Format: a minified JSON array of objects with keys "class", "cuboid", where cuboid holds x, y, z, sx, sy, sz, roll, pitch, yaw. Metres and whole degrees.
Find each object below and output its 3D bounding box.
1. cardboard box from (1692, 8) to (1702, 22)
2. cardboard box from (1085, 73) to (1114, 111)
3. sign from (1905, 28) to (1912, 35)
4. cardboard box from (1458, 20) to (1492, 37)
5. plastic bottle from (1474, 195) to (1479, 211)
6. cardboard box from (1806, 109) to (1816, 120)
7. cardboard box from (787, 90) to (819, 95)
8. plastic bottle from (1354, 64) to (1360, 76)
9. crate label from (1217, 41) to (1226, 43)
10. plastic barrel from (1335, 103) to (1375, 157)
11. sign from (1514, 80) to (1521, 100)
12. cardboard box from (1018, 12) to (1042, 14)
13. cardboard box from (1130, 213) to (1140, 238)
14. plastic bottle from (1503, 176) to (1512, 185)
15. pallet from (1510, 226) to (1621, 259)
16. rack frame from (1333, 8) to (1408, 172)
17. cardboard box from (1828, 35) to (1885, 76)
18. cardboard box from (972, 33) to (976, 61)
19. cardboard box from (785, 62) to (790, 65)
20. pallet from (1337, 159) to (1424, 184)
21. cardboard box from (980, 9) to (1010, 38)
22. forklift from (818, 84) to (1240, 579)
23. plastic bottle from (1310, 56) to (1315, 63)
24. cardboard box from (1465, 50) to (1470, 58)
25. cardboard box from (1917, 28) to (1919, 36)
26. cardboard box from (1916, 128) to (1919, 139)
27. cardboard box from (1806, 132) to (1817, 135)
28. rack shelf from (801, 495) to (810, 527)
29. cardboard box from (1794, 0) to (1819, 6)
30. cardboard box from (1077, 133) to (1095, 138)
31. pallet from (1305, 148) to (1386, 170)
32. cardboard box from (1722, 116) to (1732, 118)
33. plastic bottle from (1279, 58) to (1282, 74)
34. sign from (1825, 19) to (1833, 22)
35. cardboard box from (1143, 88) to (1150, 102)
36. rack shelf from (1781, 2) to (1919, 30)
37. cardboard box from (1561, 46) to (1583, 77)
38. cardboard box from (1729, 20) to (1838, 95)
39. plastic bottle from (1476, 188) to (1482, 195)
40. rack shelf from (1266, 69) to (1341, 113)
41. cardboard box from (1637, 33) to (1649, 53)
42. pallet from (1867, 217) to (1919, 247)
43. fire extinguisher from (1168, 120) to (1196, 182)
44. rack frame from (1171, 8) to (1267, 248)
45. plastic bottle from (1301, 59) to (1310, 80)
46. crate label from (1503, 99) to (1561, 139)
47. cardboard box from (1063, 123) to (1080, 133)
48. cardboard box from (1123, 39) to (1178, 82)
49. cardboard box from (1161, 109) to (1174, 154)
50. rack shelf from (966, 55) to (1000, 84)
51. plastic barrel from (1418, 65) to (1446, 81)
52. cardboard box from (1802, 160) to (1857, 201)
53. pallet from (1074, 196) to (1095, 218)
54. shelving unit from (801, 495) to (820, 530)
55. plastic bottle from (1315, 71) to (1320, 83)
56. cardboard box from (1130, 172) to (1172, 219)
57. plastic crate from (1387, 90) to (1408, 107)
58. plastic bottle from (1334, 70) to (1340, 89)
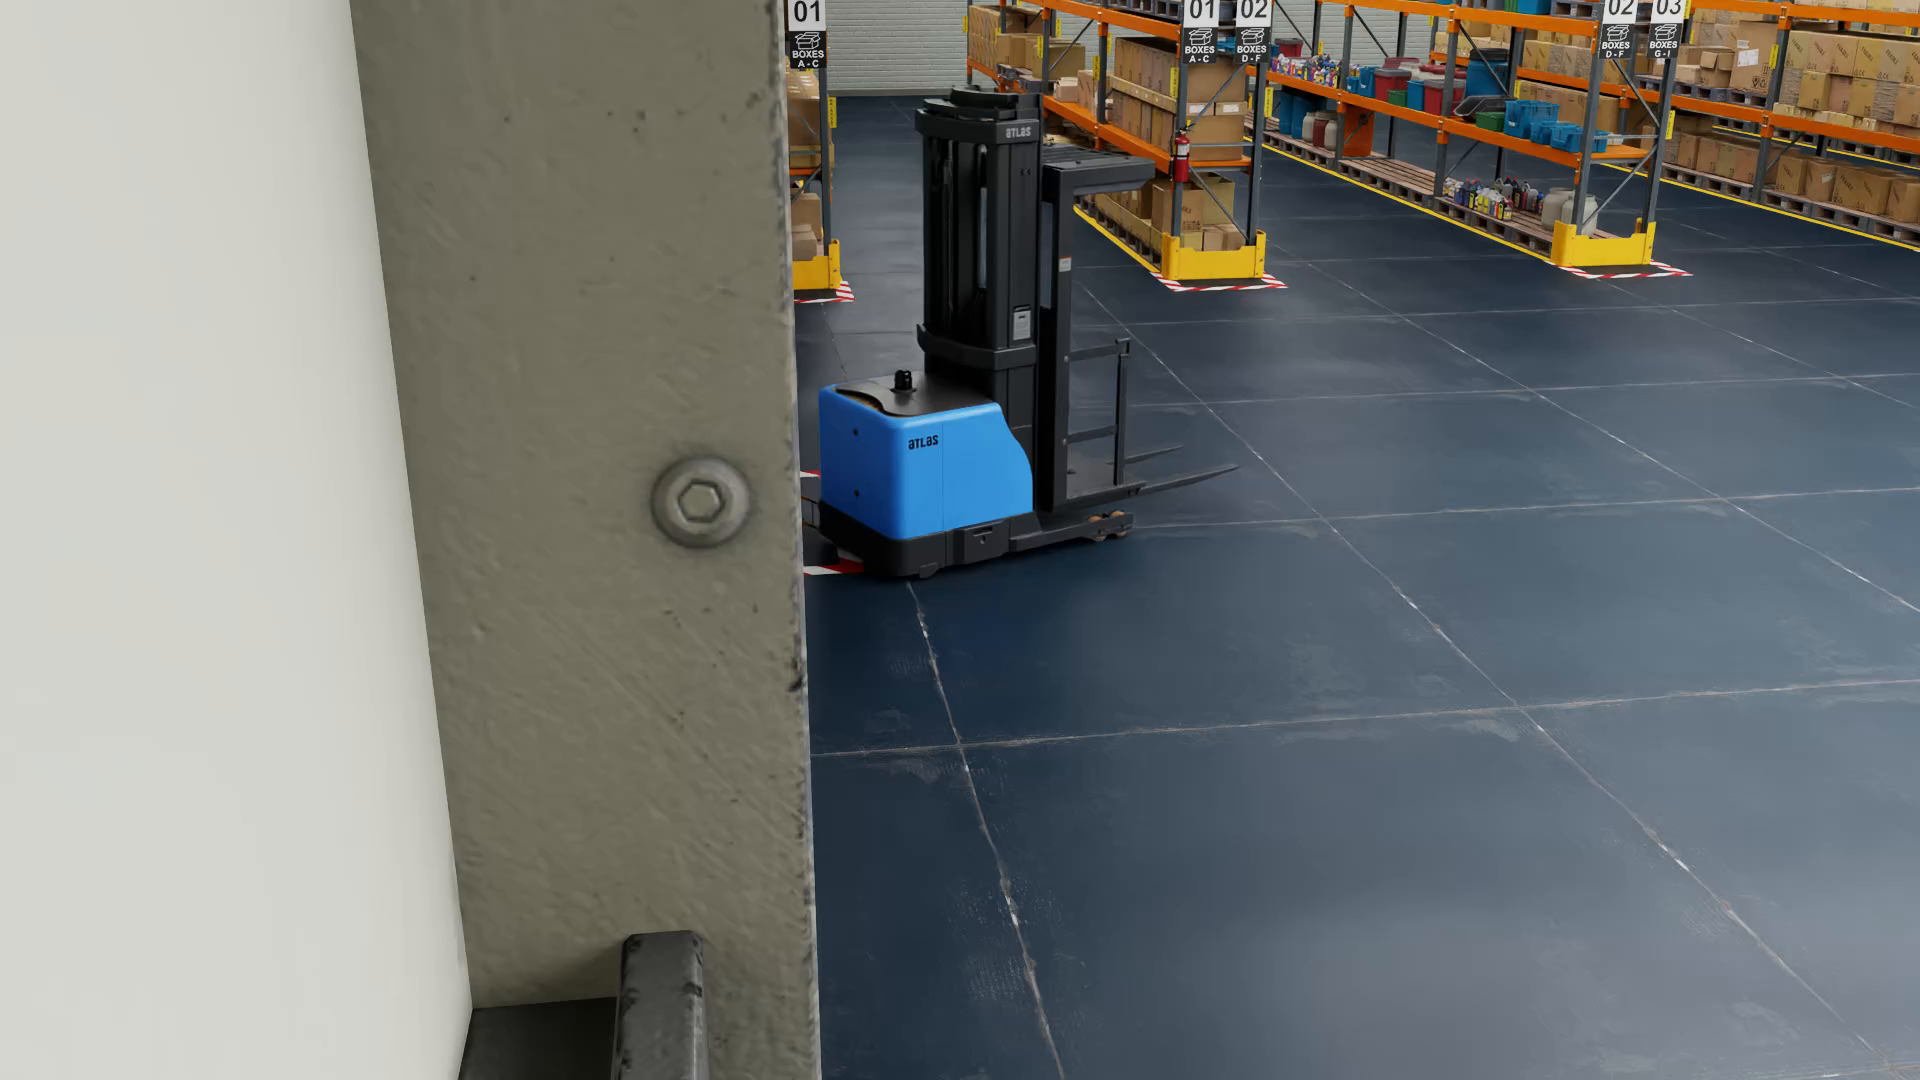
[{"class":"cardboard box","cuboid":[15.309,-10.897,34.107,0.500,0.500,0.500,-3,21,-9]},{"class":"cardboard box","cuboid":[2.136,-6.568,24.371,0.500,0.500,0.500,-3,21,-8]},{"class":"sign","cuboid":[15.992,-8.472,28.069,0.100,0.325,0.005,-3,21,-8]},{"class":"cardboard box","cuboid":[10.407,-10.440,33.599,0.500,0.500,0.500,-3,21,-9]},{"class":"plastic bottle","cuboid":[7.031,-4.577,22.555,0.097,0.201,0.097,0,20,0]},{"class":"cardboard box","cuboid":[12.047,-5.931,23.168,0.380,0.149,0.250,-3,21,-8]},{"class":"cardboard box","cuboid":[-1.779,-4.905,19.175,0.500,0.500,0.500,-3,21,-8]},{"class":"plastic bottle","cuboid":[6.840,-8.046,28.638,0.061,0.283,0.133,-3,21,-8]},{"class":"crate label","cuboid":[5.261,-10.149,34.257,0.416,0.233,0.303,-3,21,-8]},{"class":"plastic barrel","cuboid":[6.617,-6.880,27.852,0.600,0.830,0.708,-3,21,-8]},{"class":"sign","cuboid":[7.827,-6.301,23.403,0.100,0.325,0.005,-3,21,-8]},{"class":"cardboard box","cuboid":[1.361,-9.539,30.898,0.500,0.500,0.500,-4,21,-9]},{"class":"cardboard box","cuboid":[2.428,-3.938,20.803,0.500,0.250,0.500,-3,21,-8]},{"class":"plastic bottle","cuboid":[7.659,-4.904,23.215,0.144,0.351,0.185,-3,21,-9]},{"class":"pallet","cuboid":[7.688,-3.761,20.985,1.003,0.211,1.213,-3,21,-8]},{"class":"rack frame","cuboid":[6.704,-7.532,27.095,1.000,3.000,0.127,-3,21,-8]},{"class":"cardboard box","cuboid":[12.140,-6.537,22.433,0.500,0.500,0.500,-3,21,-8]},{"class":"cardboard box","cuboid":[0.531,-9.755,32.904,0.500,0.500,0.500,-3,21,-8]},{"class":"cardboard box","cuboid":[-2.762,-6.498,23.556,0.700,0.500,0.500,0,20,0]},{"class":"pallet","cuboid":[6.777,-5.955,26.860,1.003,0.211,1.213,-3,21,-8]},{"class":"cardboard box","cuboid":[0.676,-9.872,31.787,0.500,0.500,0.500,-3,21,-8]},{"class":"forklift","cuboid":[0.574,-1.506,11.059,3.031,2.935,1.130,-13,24,-31]},{"class":"plastic bottle","cuboid":[6.504,-8.739,30.503,0.152,0.276,0.135,-3,21,-8]},{"class":"cardboard box","cuboid":[10.400,-9.762,33.425,0.380,0.149,0.250,-3,21,-9]},{"class":"cardboard box","cuboid":[20.288,-10.394,34.616,0.500,0.500,0.500,-2,21,-6]},{"class":"cardboard box","cuboid":[12.391,-5.153,21.085,0.380,0.149,0.250,-3,21,-8]},{"class":"cardboard box","cuboid":[15.962,-7.774,30.717,0.500,0.500,0.500,-3,21,-7]},{"class":"rack shelf","cuboid":[-1.204,-0.194,11.388,0.240,0.215,0.259,-16,25,-38]},{"class":"cardboard box","cuboid":[11.993,-7.563,23.105,0.500,0.250,0.500,-4,21,-10]},{"class":"cardboard box","cuboid":[2.121,-6.286,26.287,0.500,0.311,0.500,-2,21,-6]},{"class":"pallet","cuboid":[6.549,-6.496,28.308,1.003,0.211,1.213,-3,21,-8]},{"class":"cardboard box","cuboid":[15.501,-8.544,33.279,0.380,0.149,0.250,-4,21,-10]},{"class":"plastic bottle","cuboid":[5.826,-8.589,30.110,0.097,0.271,0.097,0,20,0]},{"class":"sign","cuboid":[21.981,-13.110,42.166,0.329,0.494,0.001,-3,21,-8]},{"class":"cardboard box","cuboid":[2.486,-5.524,20.649,0.380,0.149,0.250,-3,21,-8]},{"class":"rack shelf","cuboid":[12.470,-6.772,21.803,1.077,0.370,4.000,-3,21,-8]},{"class":"cardboard box","cuboid":[11.072,-8.516,29.586,0.500,0.500,0.500,-3,21,-7]},{"class":"cardboard box","cuboid":[12.206,-7.157,24.633,1.000,1.000,1.000,-3,21,-7]},{"class":"plastic bottle","cuboid":[7.072,-4.660,22.677,0.097,0.271,0.097,0,20,0]},{"class":"rack shelf","cuboid":[6.416,-7.887,29.075,1.077,0.370,4.000,-3,21,-8]},{"class":"cardboard box","cuboid":[11.516,-8.552,28.251,0.797,0.503,0.637,-2,21,-6]},{"class":"pallet","cuboid":[12.665,-4.015,21.664,1.003,0.211,1.213,-3,21,-8]},{"class":"fire extinguisher","cuboid":[2.512,-4.413,18.855,0.296,0.674,0.183,-3,21,-8]},{"class":"rack frame","cuboid":[2.955,-4.513,19.013,1.000,3.000,0.127,-3,21,-8]},{"class":"plastic bottle","cuboid":[6.031,-8.190,28.929,0.144,0.351,0.185,-3,21,-8]},{"class":"crate label","cuboid":[7.324,-5.402,21.342,0.502,0.435,0.616,-3,21,-8]},{"class":"cardboard box","cuboid":[1.938,-6.671,27.735,0.500,0.500,0.500,-4,21,-10]},{"class":"cardboard box","cuboid":[2.523,-6.225,21.598,0.700,0.500,0.500,-3,21,-8]},{"class":"cardboard box","cuboid":[2.820,-4.904,19.917,0.700,0.500,0.500,-2,21,-6]},{"class":"rack shelf","cuboid":[0.937,-9.024,32.117,1.077,0.370,4.000,-3,21,-8]},{"class":"plastic barrel","cuboid":[7.192,-6.957,25.361,0.433,0.535,0.433,0,20,0]},{"class":"cardboard box","cuboid":[12.290,-5.084,23.514,0.500,0.500,0.500,4,21,9]},{"class":"pallet","cuboid":[2.234,-4.845,23.887,1.003,0.211,1.213,-3,21,-8]},{"class":"shelving unit","cuboid":[-1.393,-0.266,11.594,0.252,0.215,1.050,-16,25,-38]},{"class":"plastic bottle","cuboid":[6.107,-7.880,28.312,0.097,0.201,0.097,0,20,0]},{"class":"cardboard box","cuboid":[2.425,-4.290,20.672,0.500,0.500,0.500,-3,21,-8]},{"class":"plastic crate","cuboid":[6.750,-6.636,25.000,0.450,0.188,0.662,-3,21,-8]},{"class":"plastic bottle","cuboid":[6.223,-7.596,27.433,0.061,0.283,0.133,-3,21,-8]}]
